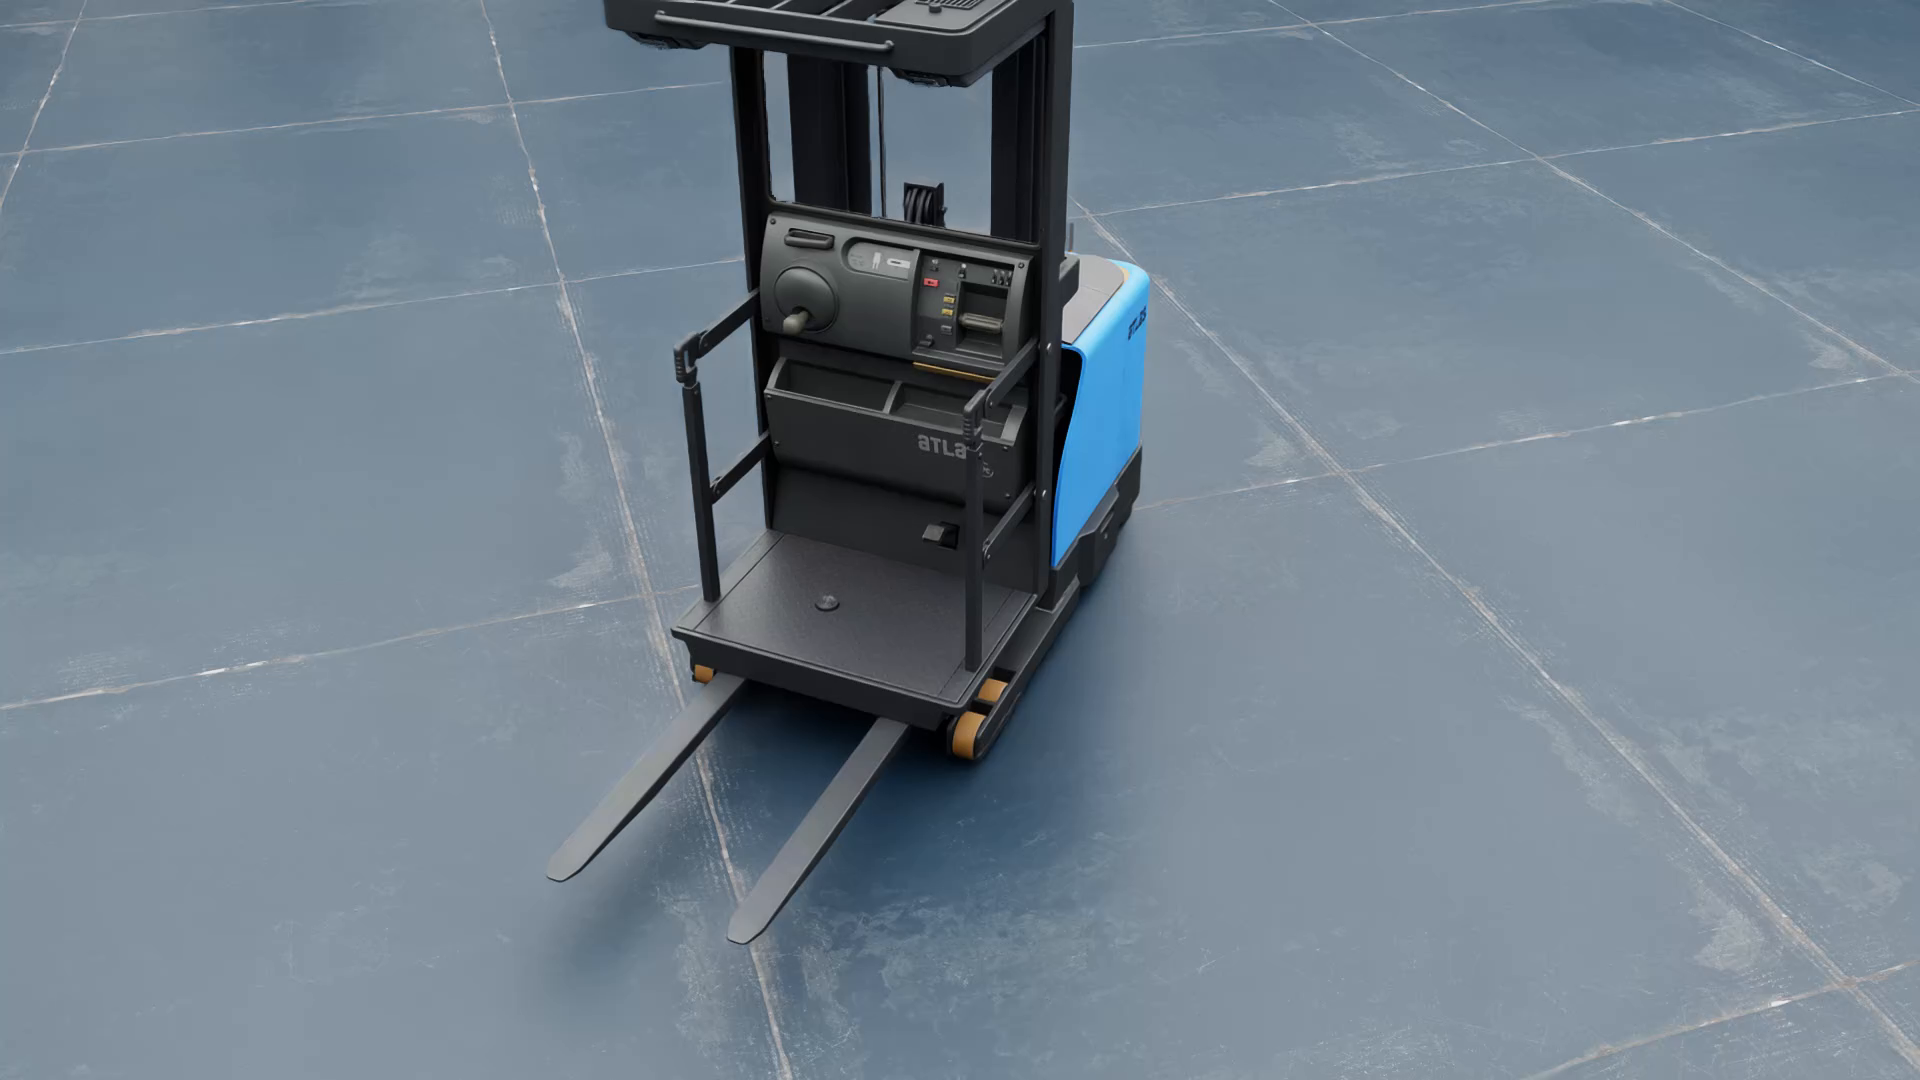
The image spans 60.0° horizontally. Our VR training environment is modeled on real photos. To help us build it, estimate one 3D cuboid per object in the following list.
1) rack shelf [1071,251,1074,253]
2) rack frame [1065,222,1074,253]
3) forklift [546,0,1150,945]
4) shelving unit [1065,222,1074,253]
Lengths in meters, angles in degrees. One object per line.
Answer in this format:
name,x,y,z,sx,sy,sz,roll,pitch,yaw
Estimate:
rack shelf,0.344,-1.034,6.868,0.215,0.259,0.240,7,34,10
rack frame,0.370,-0.872,7.118,0.200,1.050,0.008,7,34,10
forklift,-0.305,-0.747,5.222,1.130,2.935,3.031,13,36,19
shelving unit,0.344,-0.806,7.018,0.215,1.050,0.252,7,34,10
